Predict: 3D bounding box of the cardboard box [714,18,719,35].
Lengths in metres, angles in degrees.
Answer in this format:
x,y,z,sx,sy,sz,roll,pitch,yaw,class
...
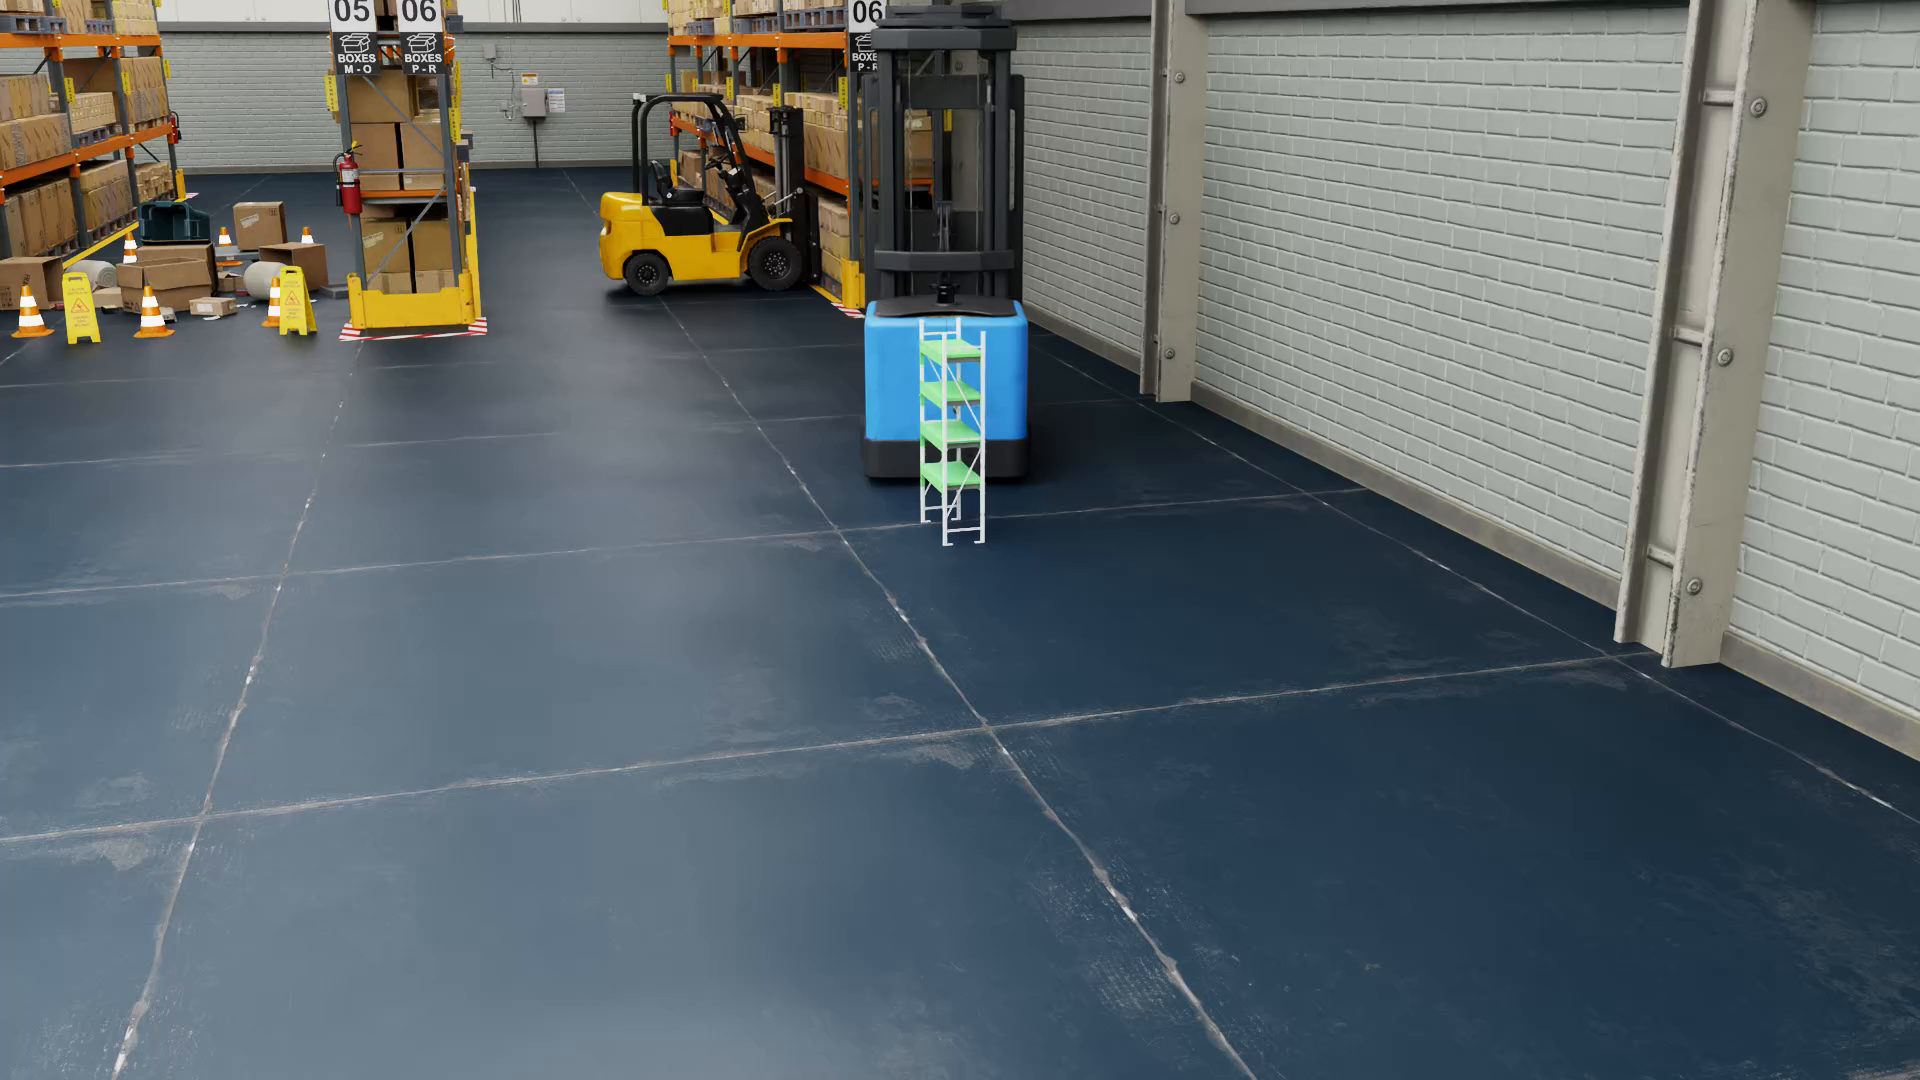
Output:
x,y,z,sx,sy,sz,roll,pitch,yaw,class
-3.525,-7.957,25.775,0.500,0.250,0.500,-5,17,-15,cardboard box

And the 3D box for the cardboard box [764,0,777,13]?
x,y,z,sx,sy,sz,roll,pitch,yaw,class
-2.208,-6.910,21.278,0.500,0.311,0.500,-5,18,-17,cardboard box

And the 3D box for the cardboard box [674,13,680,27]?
x,y,z,sx,sy,sz,roll,pitch,yaw,class
-4.925,-9.487,30.349,0.500,0.250,0.500,-5,17,-17,cardboard box

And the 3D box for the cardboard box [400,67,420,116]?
x,y,z,sx,sy,sz,roll,pitch,yaw,class
-6.171,-4.802,17.794,0.700,0.500,0.500,-5,17,-16,cardboard box

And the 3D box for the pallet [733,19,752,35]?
x,y,z,sx,sy,sz,roll,pitch,yaw,class
-2.601,-7.358,23.847,1.213,0.211,1.003,-4,17,-13,pallet

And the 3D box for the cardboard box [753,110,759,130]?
x,y,z,sx,sy,sz,roll,pitch,yaw,class
-2.559,-5.794,22.918,0.500,0.250,0.500,-4,17,-14,cardboard box

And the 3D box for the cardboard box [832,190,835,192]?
x,y,z,sx,sy,sz,roll,pitch,yaw,class
-1.299,-4.189,20.496,0.500,0.250,0.500,-5,17,-16,cardboard box

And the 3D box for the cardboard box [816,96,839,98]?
x,y,z,sx,sy,sz,roll,pitch,yaw,class
-1.456,-5.058,19.257,0.380,0.149,0.250,-5,17,-15,cardboard box

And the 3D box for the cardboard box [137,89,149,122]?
x,y,z,sx,sy,sz,roll,pitch,yaw,class
-13.617,-7.112,27.223,0.500,0.500,0.500,-5,17,-16,cardboard box

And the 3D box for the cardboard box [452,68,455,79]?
x,y,z,sx,sy,sz,roll,pitch,yaw,class
-8.231,-7.186,26.248,0.500,0.500,0.500,-4,17,-14,cardboard box

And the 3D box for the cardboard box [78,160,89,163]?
x,y,z,sx,sy,sz,roll,pitch,yaw,class
-13.527,-5.624,25.272,0.500,0.250,0.500,-5,18,-18,cardboard box

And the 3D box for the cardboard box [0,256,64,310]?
x,y,z,sx,sy,sz,roll,pitch,yaw,class
-9.864,-2.729,17.663,0.500,0.500,0.500,-2,17,-6,cardboard box

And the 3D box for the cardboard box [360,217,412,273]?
x,y,z,sx,sy,sz,roll,pitch,yaw,class
-5.918,-3.030,17.072,0.500,0.500,0.500,-5,17,-15,cardboard box

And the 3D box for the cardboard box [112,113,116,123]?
x,y,z,sx,sy,sz,roll,pitch,yaw,class
-13.177,-6.473,25.492,0.380,0.149,0.250,-5,17,-17,cardboard box

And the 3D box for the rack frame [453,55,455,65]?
x,y,z,sx,sy,sz,roll,pitch,yaw,class
-9.844,-8.012,30.910,1.000,3.000,0.127,-5,17,-15,rack frame

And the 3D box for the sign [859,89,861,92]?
x,y,z,sx,sy,sz,roll,pitch,yaw,class
-1.241,-5.583,21.181,0.100,0.325,0.005,-5,17,-15,sign

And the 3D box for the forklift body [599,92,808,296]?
x,y,z,sx,sy,sz,roll,pitch,yaw,class
-2.950,-3.953,18.874,2.313,2.155,1.214,-5,17,-15,forklift body

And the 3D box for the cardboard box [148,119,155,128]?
x,y,z,sx,sy,sz,roll,pitch,yaw,class
-13.962,-7.120,28.379,0.380,0.149,0.250,-6,18,-18,cardboard box

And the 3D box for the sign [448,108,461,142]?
x,y,z,sx,sy,sz,roll,pitch,yaw,class
-4.925,-4.044,16.194,0.100,0.325,0.005,-5,17,-15,sign

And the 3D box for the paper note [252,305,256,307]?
x,y,z,sx,sy,sz,roll,pitch,yaw,class
-7.529,-2.492,17.729,0.032,0.001,0.123,-5,17,-15,paper note

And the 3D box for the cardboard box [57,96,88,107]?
x,y,z,sx,sy,sz,roll,pitch,yaw,class
-12.680,-6.252,23.724,0.380,0.149,0.250,-4,17,-14,cardboard box

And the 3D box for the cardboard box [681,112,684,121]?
x,y,z,sx,sy,sz,roll,pitch,yaw,class
-4.939,-7.812,30.681,0.380,0.149,0.250,-5,17,-17,cardboard box

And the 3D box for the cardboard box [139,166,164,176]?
x,y,z,sx,sy,sz,roll,pitch,yaw,class
-13.842,-6.305,28.418,0.380,0.149,0.250,-4,17,-13,cardboard box

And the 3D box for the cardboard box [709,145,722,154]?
x,y,z,sx,sy,sz,roll,pitch,yaw,class
-4.072,-6.640,28.315,0.380,0.149,0.250,-5,17,-16,cardboard box

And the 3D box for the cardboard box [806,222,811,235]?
x,y,z,sx,sy,sz,roll,pitch,yaw,class
-1.533,-3.632,19.511,0.500,0.250,0.500,-5,17,-15,cardboard box

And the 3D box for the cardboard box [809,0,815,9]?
x,y,z,sx,sy,sz,roll,pitch,yaw,class
-1.340,-6.274,18.826,0.797,0.503,0.637,-4,17,-13,cardboard box

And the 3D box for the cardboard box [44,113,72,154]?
x,y,z,sx,sy,sz,roll,pitch,yaw,class
-11.995,-5.324,21.788,0.500,0.500,0.500,-5,17,-15,cardboard box

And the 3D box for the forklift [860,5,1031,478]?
x,y,z,sx,sy,sz,roll,pitch,yaw,class
-0.120,-2.167,11.571,1.130,2.935,3.031,0,17,-1,forklift

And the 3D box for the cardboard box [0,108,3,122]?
x,y,z,sx,sy,sz,roll,pitch,yaw,class
-11.563,-5.079,19.234,0.700,0.500,0.500,-5,17,-16,cardboard box

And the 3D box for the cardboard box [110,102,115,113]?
x,y,z,sx,sy,sz,roll,pitch,yaw,class
-13.177,-6.615,25.449,0.380,0.149,0.250,-4,17,-14,cardboard box

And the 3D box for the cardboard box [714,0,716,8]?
x,y,z,sx,sy,sz,roll,pitch,yaw,class
-3.609,-8.321,25.776,0.380,0.149,0.250,-5,17,-15,cardboard box

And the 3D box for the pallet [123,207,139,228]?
x,y,z,sx,sy,sz,roll,pitch,yaw,class
-13.261,-4.935,25.515,1.003,0.211,1.213,-5,17,-15,pallet

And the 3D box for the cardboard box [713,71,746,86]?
x,y,z,sx,sy,sz,roll,pitch,yaw,class
-4.126,-8.161,29.848,0.500,0.500,0.500,-5,17,-17,cardboard box

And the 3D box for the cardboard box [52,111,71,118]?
x,y,z,sx,sy,sz,roll,pitch,yaw,class
-12.317,-5.752,22.578,0.380,0.149,0.250,-4,17,-13,cardboard box

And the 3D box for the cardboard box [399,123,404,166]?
x,y,z,sx,sy,sz,roll,pitch,yaw,class
-6.128,-4.182,17.470,0.500,0.500,0.500,-5,17,-16,cardboard box

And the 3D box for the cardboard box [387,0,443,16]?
x,y,z,sx,sy,sz,roll,pitch,yaw,class
-5.329,-5.253,16.256,0.500,0.250,0.500,-5,17,-16,cardboard box

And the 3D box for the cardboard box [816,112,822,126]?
x,y,z,sx,sy,sz,roll,pitch,yaw,class
-1.416,-4.765,18.799,0.380,0.149,0.250,-5,17,-15,cardboard box

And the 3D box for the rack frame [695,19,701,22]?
x,y,z,sx,sy,sz,roll,pitch,yaw,class
-3.973,-10.172,27.673,1.000,3.000,0.127,-5,17,-15,rack frame

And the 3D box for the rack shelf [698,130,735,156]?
x,y,z,sx,sy,sz,roll,pitch,yaw,class
-3.423,-6.401,26.798,1.077,0.370,4.000,-5,17,-15,rack shelf

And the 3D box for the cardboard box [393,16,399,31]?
x,y,z,sx,sy,sz,roll,pitch,yaw,class
-5.384,-5.085,16.390,0.380,0.149,0.250,-5,18,-17,cardboard box

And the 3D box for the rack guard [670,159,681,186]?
x,y,z,sx,sy,sz,roll,pitch,yaw,class
-5.051,-7.187,32.509,1.175,0.500,0.348,-5,17,-15,rack guard

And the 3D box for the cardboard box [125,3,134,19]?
x,y,z,sx,sy,sz,roll,pitch,yaw,class
-13.635,-8.521,26.782,0.500,0.250,0.500,-4,17,-14,cardboard box

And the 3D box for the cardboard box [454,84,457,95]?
x,y,z,sx,sy,sz,roll,pitch,yaw,class
-6.960,-5.805,22.142,0.500,0.500,0.500,-6,18,-19,cardboard box

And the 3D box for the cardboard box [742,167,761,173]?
x,y,z,sx,sy,sz,roll,pitch,yaw,class
-3.253,-5.624,25.447,0.380,0.149,0.250,-6,18,-18,cardboard box

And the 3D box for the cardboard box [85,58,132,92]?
x,y,z,sx,sy,sz,roll,pitch,yaw,class
-13.366,-7.299,26.109,0.500,0.500,0.500,-4,17,-14,cardboard box

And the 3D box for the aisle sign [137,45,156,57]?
x,y,z,sx,sy,sz,roll,pitch,yaw,class
-14.307,-8.881,29.286,0.394,0.787,0.004,-5,17,-15,aisle sign

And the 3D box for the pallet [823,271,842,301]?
x,y,z,sx,sy,sz,roll,pitch,yaw,class
-0.926,-2.852,18.580,1.003,0.211,1.213,-5,17,-15,pallet

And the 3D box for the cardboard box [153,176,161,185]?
x,y,z,sx,sy,sz,roll,pitch,yaw,class
-13.804,-6.089,28.217,0.380,0.149,0.250,-4,17,-12,cardboard box

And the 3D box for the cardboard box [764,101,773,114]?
x,y,z,sx,sy,sz,roll,pitch,yaw,class
-2.386,-5.725,21.997,0.380,0.149,0.250,-5,18,-17,cardboard box

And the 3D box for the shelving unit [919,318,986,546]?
x,y,z,sx,sy,sz,roll,pitch,yaw,class
-0.046,-0.620,9.432,0.258,1.200,0.503,-5,17,-15,shelving unit

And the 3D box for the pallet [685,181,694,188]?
x,y,z,sx,sy,sz,roll,pitch,yaw,class
-4.500,-6.491,30.695,1.003,0.211,1.213,-5,17,-15,pallet

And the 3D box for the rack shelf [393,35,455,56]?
x,y,z,sx,sy,sz,roll,pitch,yaw,class
-9.294,-8.551,28.740,1.077,0.370,4.000,-5,17,-15,rack shelf

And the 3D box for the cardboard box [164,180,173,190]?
x,y,z,sx,sy,sz,roll,pitch,yaw,class
-14.062,-6.236,29.223,0.380,0.149,0.250,-4,17,-14,cardboard box

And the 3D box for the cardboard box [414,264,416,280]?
x,y,z,sx,sy,sz,roll,pitch,yaw,class
-6.211,-2.961,18.144,0.500,0.250,0.500,-5,18,-17,cardboard box
